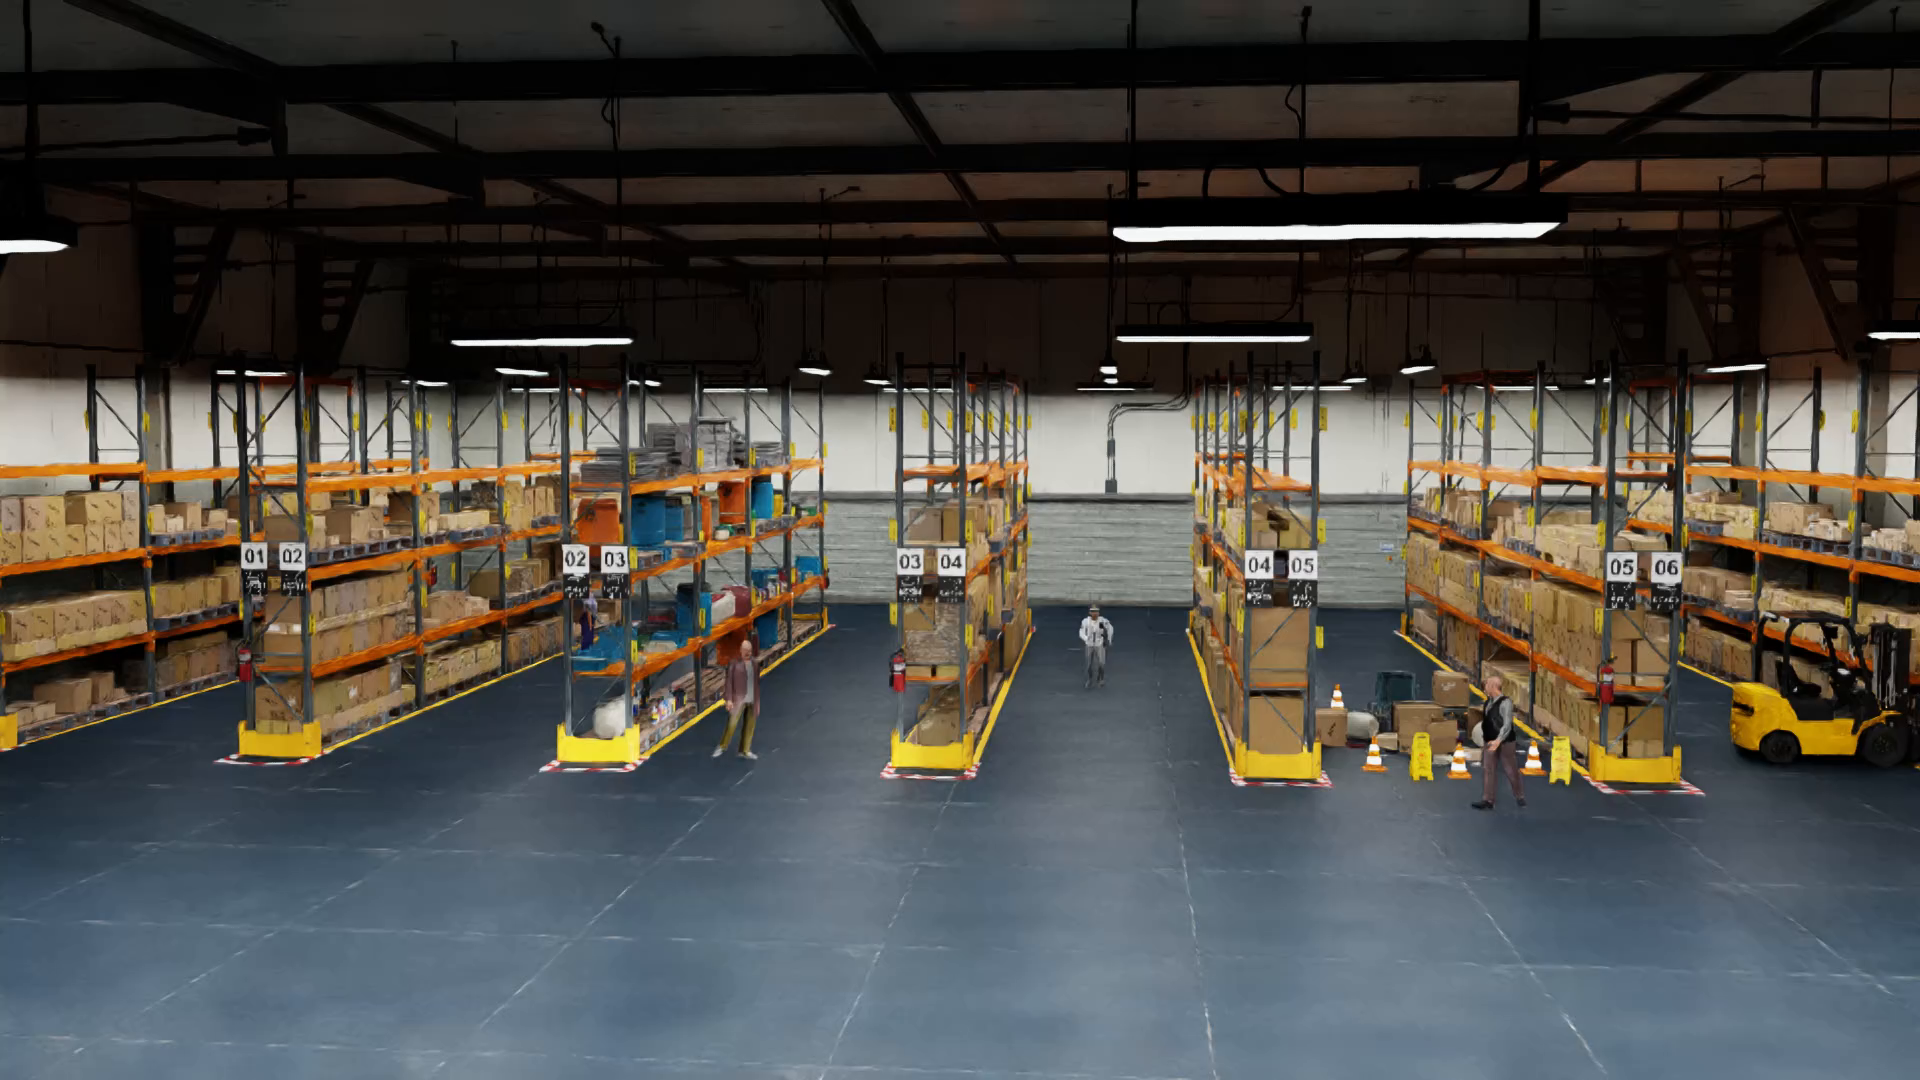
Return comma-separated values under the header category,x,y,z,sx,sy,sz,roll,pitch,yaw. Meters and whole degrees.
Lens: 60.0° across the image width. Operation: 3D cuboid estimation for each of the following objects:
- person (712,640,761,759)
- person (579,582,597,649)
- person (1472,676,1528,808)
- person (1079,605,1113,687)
category,x,y,z,sx,sy,sz,roll,pitch,yaw
person,-3.294,2.364,24.637,0.761,1.767,0.547,-3,5,-33
person,-7.728,1.703,34.766,0.447,1.645,0.579,-1,4,-15
person,7.005,2.623,21.546,0.699,1.718,0.553,-2,4,-23
person,2.545,1.991,31.217,0.622,1.602,0.763,1,4,11
